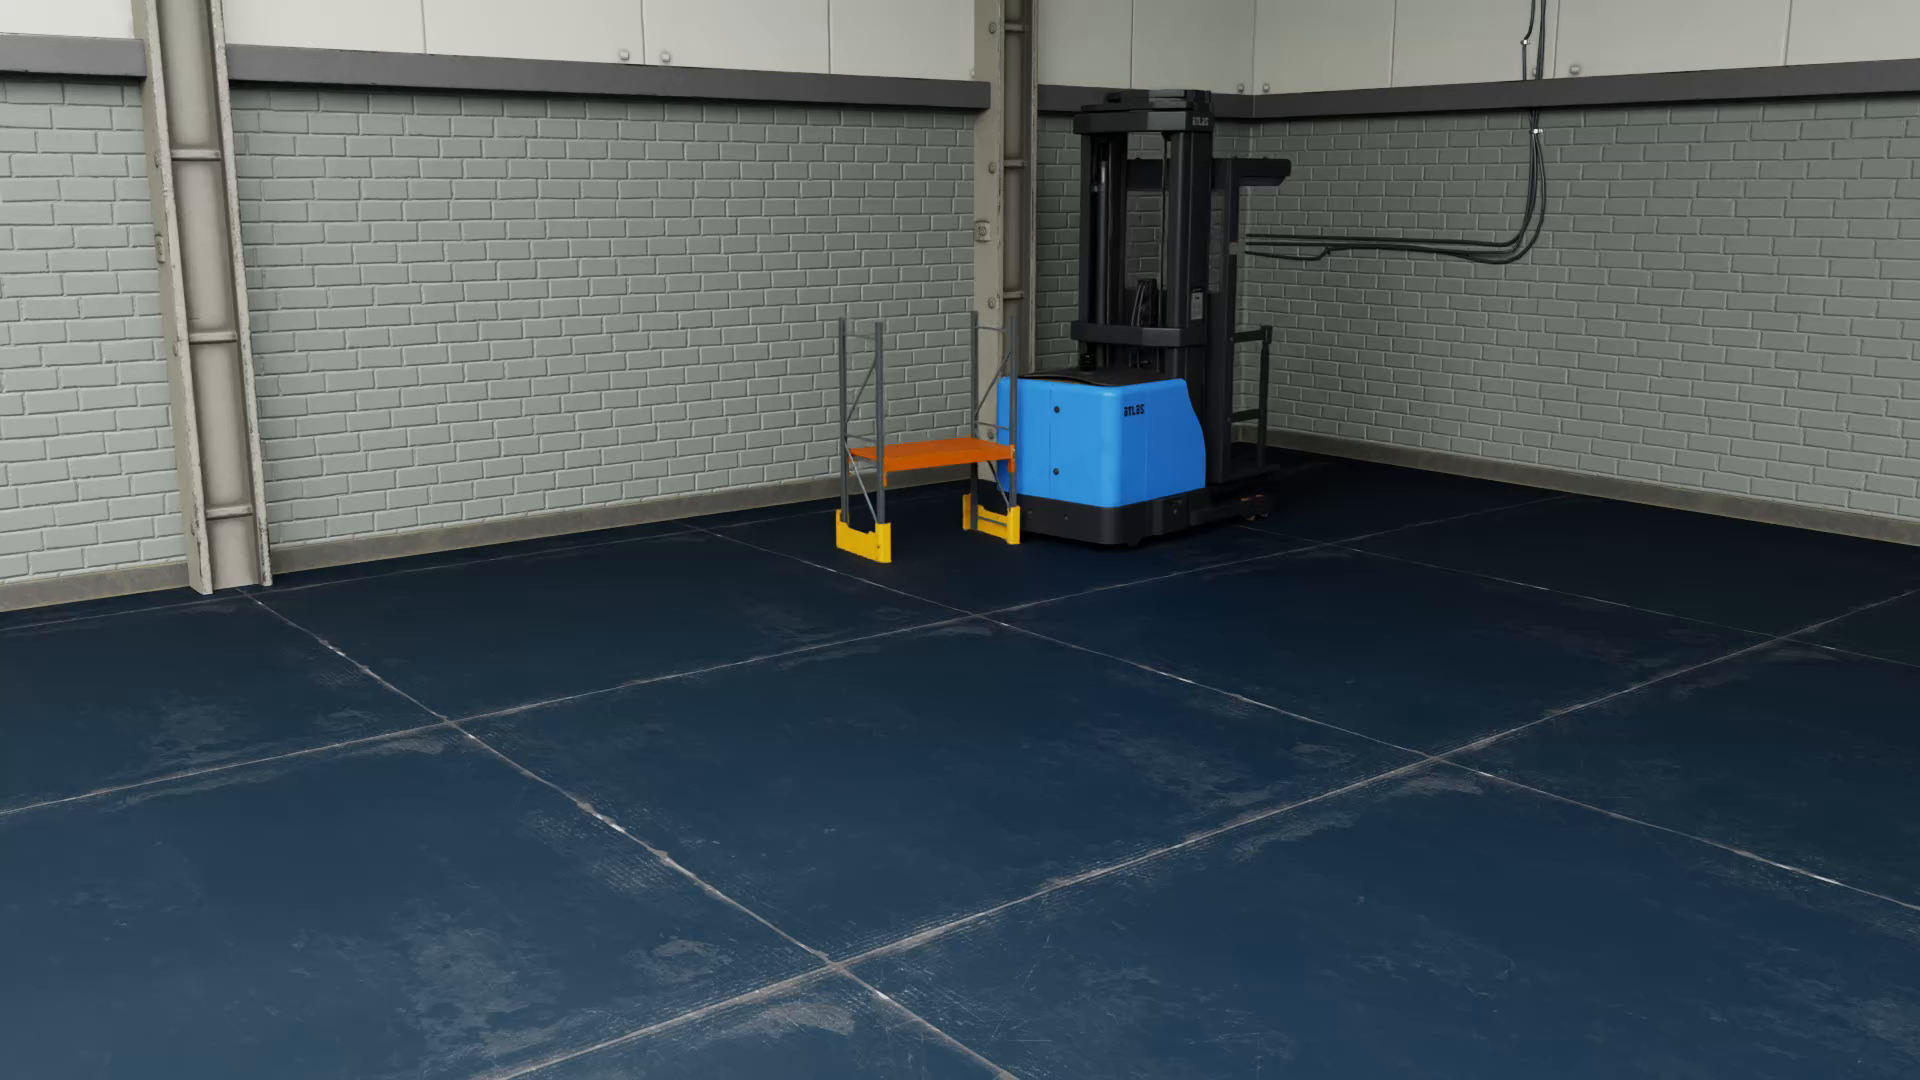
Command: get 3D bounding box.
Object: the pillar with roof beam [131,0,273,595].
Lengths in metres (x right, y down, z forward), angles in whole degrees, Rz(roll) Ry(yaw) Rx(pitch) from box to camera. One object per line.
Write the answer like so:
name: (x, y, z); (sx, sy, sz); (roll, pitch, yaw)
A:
pillar with roof beam: (-1.639, -3.437, 5.651); (0.400, 9.000, 9.100); (-9, 15, -38)

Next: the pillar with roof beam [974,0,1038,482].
pillar with roof beam: (3.046, -4.216, 9.317); (0.400, 9.000, 9.100); (-9, 15, -38)

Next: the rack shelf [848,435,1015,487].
rack shelf: (-0.200, -0.523, 10.845); (1.000, 0.185, 0.538); (-8, 14, -33)

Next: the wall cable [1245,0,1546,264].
wall cable: (3.483, -3.563, 13.718); (0.112, 2.526, 3.097); (-9, 15, -38)

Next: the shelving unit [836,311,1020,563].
shelving unit: (-0.207, -0.698, 10.803); (1.083, 1.500, 0.587); (-8, 14, -33)

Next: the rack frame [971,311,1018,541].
rack frame: (0.224, -0.757, 11.083); (0.032, 1.500, 0.500); (-8, 14, -33)

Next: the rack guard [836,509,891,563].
rack guard: (-0.622, -0.029, 10.663); (0.087, 0.250, 0.587); (-8, 14, -33)

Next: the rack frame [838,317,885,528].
rack frame: (-0.623, -0.640, 10.533); (0.032, 1.500, 0.500); (-8, 14, -33)

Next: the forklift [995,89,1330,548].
forklift: (1.599, -1.629, 11.743); (1.130, 2.935, 3.031); (11, 16, 41)

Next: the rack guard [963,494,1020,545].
rack guard: (0.208, -0.143, 11.202); (0.087, 0.250, 0.587); (-8, 14, -33)
